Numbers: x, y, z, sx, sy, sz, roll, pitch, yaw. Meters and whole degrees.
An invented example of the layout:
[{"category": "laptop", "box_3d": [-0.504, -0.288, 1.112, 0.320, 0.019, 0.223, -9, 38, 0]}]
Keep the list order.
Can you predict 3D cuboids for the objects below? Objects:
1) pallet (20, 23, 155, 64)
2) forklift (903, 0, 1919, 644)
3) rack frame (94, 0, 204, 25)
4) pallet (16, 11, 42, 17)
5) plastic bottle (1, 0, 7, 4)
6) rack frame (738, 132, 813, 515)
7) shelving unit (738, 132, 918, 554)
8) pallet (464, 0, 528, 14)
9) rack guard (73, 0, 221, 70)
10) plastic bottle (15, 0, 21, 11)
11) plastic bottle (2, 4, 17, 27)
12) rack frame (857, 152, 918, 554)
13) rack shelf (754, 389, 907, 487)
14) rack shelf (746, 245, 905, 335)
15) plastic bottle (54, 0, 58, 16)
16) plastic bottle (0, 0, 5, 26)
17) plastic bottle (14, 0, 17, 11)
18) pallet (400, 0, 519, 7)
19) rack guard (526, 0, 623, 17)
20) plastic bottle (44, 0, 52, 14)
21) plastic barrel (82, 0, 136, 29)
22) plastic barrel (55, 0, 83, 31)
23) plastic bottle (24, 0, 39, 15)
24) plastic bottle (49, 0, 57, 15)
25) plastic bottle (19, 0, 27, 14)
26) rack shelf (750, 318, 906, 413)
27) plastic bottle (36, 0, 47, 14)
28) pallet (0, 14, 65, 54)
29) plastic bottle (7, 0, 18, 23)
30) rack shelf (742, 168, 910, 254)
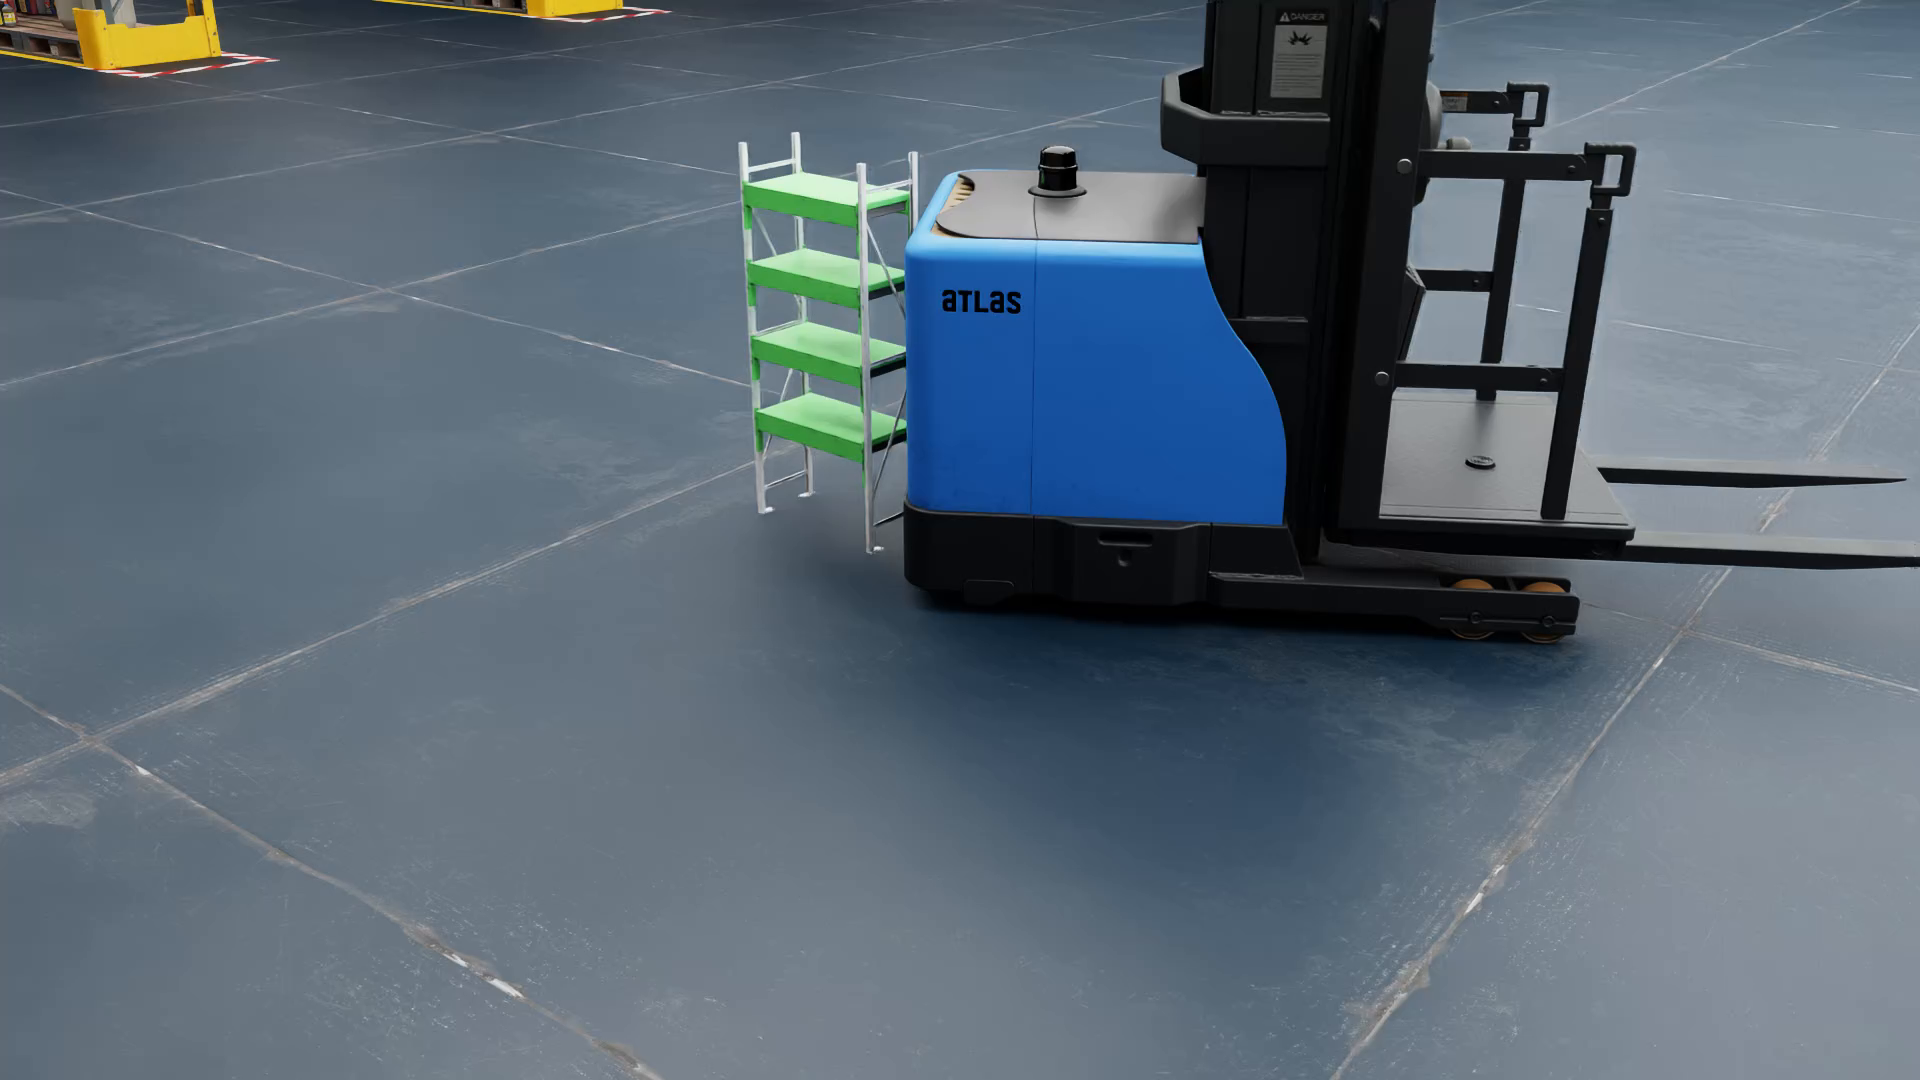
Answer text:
[{"category": "pallet", "box_3d": [-7.990, -4.662, 15.569, 1.213, 0.211, 1.003, 17, 29, 33]}, {"category": "forklift", "box_3d": [1.389, -1.281, 4.523, 3.031, 2.935, 1.130, 2, 24, 6]}, {"category": "rack frame", "box_3d": [-7.254, -5.737, 14.550, 0.127, 3.000, 1.000, 17, 29, 33]}, {"category": "pallet", "box_3d": [-9.943, -5.252, 16.908, 1.213, 0.211, 1.003, 17, 29, 33]}, {"category": "plastic bottle", "box_3d": [-9.172, -5.064, 15.855, 0.135, 0.276, 0.152, 17, 29, 34]}, {"category": "rack frame", "box_3d": [-0.578, -0.671, 5.284, 0.015, 1.200, 0.240, 19, 30, 36]}, {"category": "shelving unit", "box_3d": [-0.393, -0.607, 5.139, 0.503, 1.200, 0.258, 19, 30, 36]}, {"category": "pallet", "box_3d": [-4.973, -6.285, 19.252, 1.213, 0.211, 1.003, 17, 29, 33]}, {"category": "rack guard", "box_3d": [-7.343, -4.596, 15.061, 0.348, 0.500, 1.175, 17, 29, 33]}, {"category": "plastic bottle", "box_3d": [-9.613, -5.584, 16.943, 0.185, 0.351, 0.144, 15, 28, 31]}, {"category": "plastic bottle", "box_3d": [-8.987, -4.960, 15.712, 0.097, 0.201, 0.097, 0, 24, 0]}, {"category": "rack frame", "box_3d": [-0.207, -0.543, 4.994, 0.015, 1.200, 0.240, 19, 30, 36]}, {"category": "rack shelf", "box_3d": [-0.393, -0.329, 5.262, 0.480, 0.148, 0.258, 19, 30, 36]}, {"category": "rack shelf", "box_3d": [-0.393, -0.768, 5.068, 0.480, 0.148, 0.258, 19, 30, 36]}, {"category": "plastic bottle", "box_3d": [-8.952, -5.327, 16.546, 0.097, 0.201, 0.097, 0, 24, 0]}, {"category": "plastic bottle", "box_3d": [-9.091, -5.020, 15.746, 0.133, 0.283, 0.061, 18, 29, 35]}, {"category": "plastic bottle", "box_3d": [-9.682, -5.496, 16.836, 0.135, 0.276, 0.152, 17, 29, 33]}, {"category": "pallet", "box_3d": [-5.945, -6.580, 19.922, 1.213, 0.211, 1.003, 17, 29, 33]}, {"category": "rack guard", "box_3d": [-4.345, -6.209, 18.722, 0.348, 0.500, 1.175, 17, 29, 33]}, {"category": "plastic bottle", "box_3d": [-9.116, -5.377, 16.659, 0.097, 0.201, 0.097, 0, 24, 0]}, {"category": "plastic barrel", "box_3d": [-7.827, -4.925, 15.272, 0.421, 0.512, 0.421, 0, 24, 0]}, {"category": "plastic barrel", "box_3d": [-8.228, -5.046, 15.547, 0.421, 0.512, 0.421, 0, 24, 0]}, {"category": "plastic bottle", "box_3d": [-9.291, -5.400, 16.609, 0.133, 0.283, 0.061, 17, 29, 33]}, {"category": "plastic bottle", "box_3d": [-9.035, -5.384, 16.589, 0.097, 0.271, 0.097, 0, 24, 0]}, {"category": "plastic bottle", "box_3d": [-9.396, -5.436, 16.690, 0.133, 0.283, 0.061, 17, 29, 33]}, {"category": "rack shelf", "box_3d": [-0.393, -0.548, 5.165, 0.480, 0.148, 0.258, 19, 30, 36]}, {"category": "plastic bottle", "box_3d": [-9.227, -5.431, 16.688, 0.135, 0.276, 0.152, 17, 29, 34]}, {"category": "pallet", "box_3d": [-8.962, -4.957, 16.239, 1.213, 0.211, 1.003, 17, 29, 33]}, {"category": "plastic bottle", "box_3d": [-9.109, -5.102, 15.932, 0.133, 0.283, 0.061, 17, 29, 33]}, {"category": "rack shelf", "box_3d": [-0.393, -0.988, 4.972, 0.480, 0.148, 0.258, 19, 30, 36]}]
